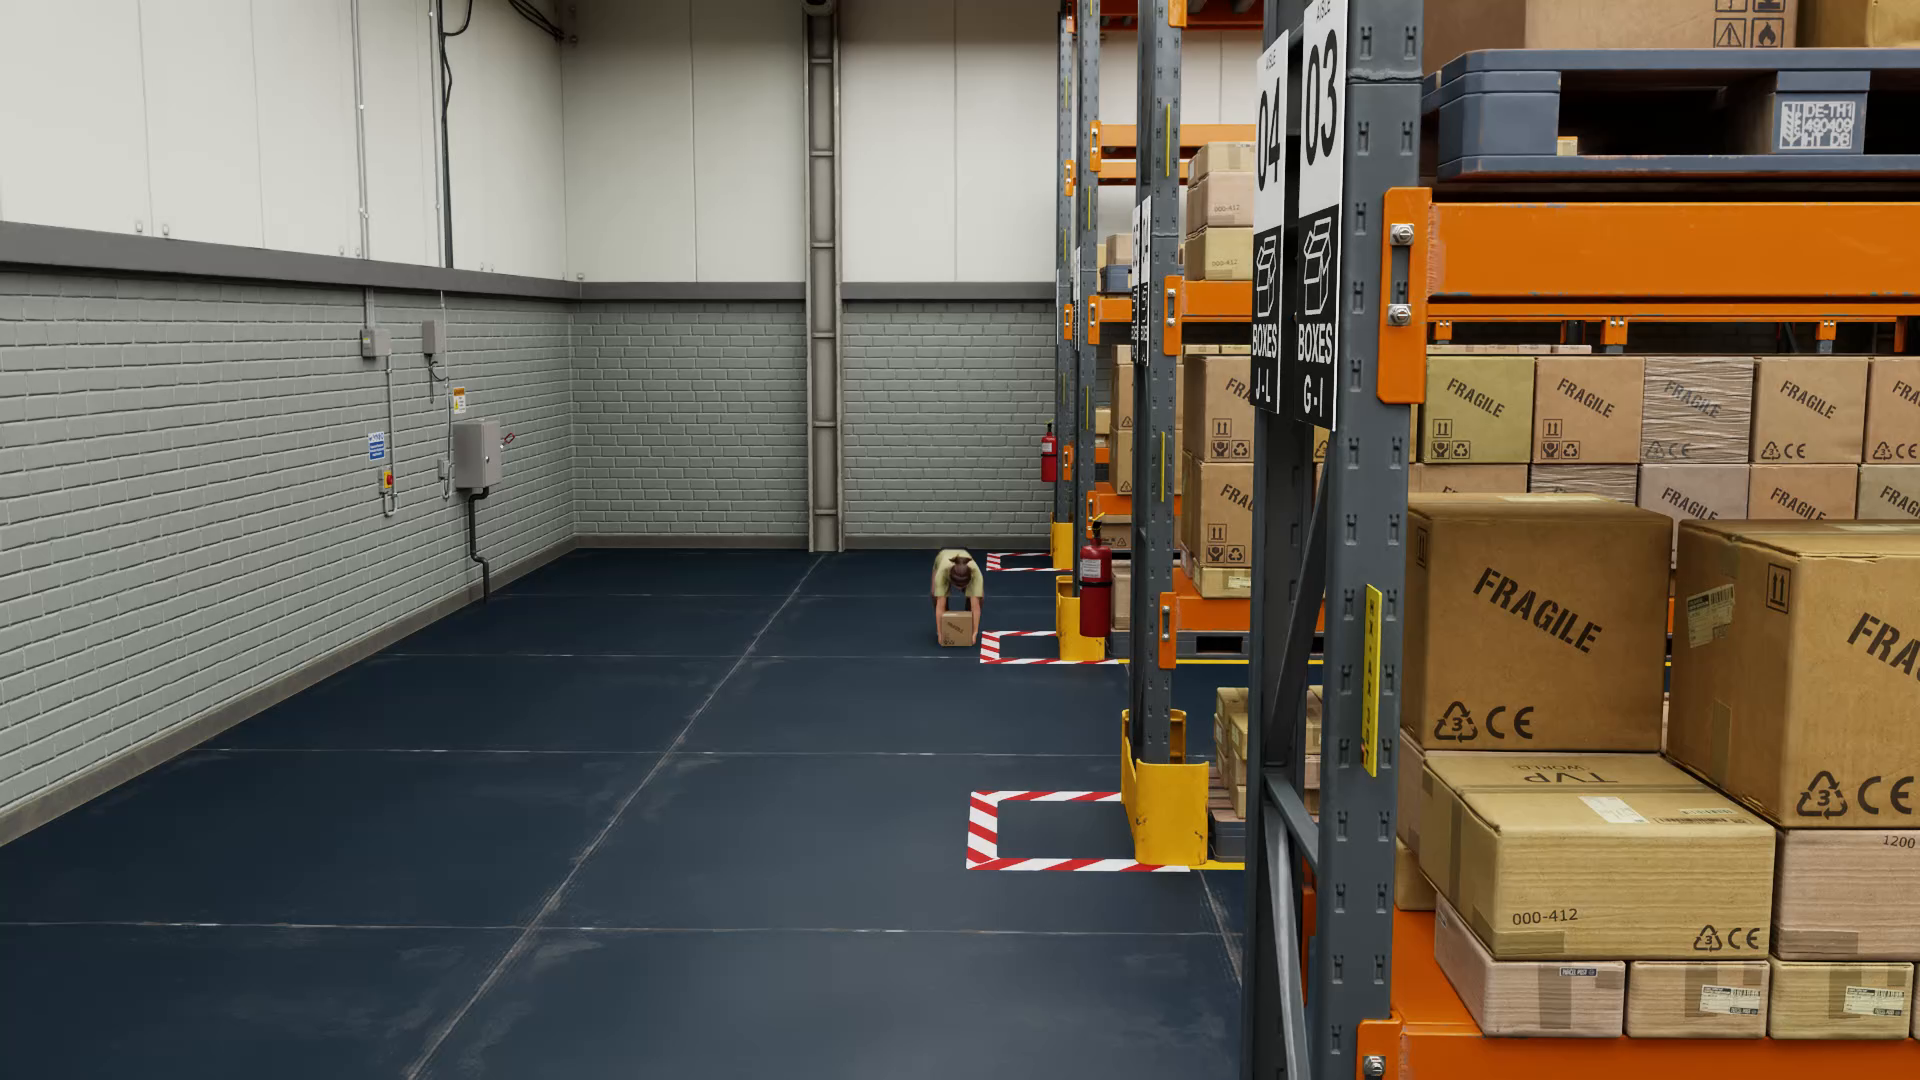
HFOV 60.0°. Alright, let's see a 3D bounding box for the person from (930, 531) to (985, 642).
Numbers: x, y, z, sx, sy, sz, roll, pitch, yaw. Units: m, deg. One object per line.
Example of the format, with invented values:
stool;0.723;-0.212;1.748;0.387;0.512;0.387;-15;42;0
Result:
person;-0.022;0.385;13.958;0.467;0.864;0.848;-1;7;-4
